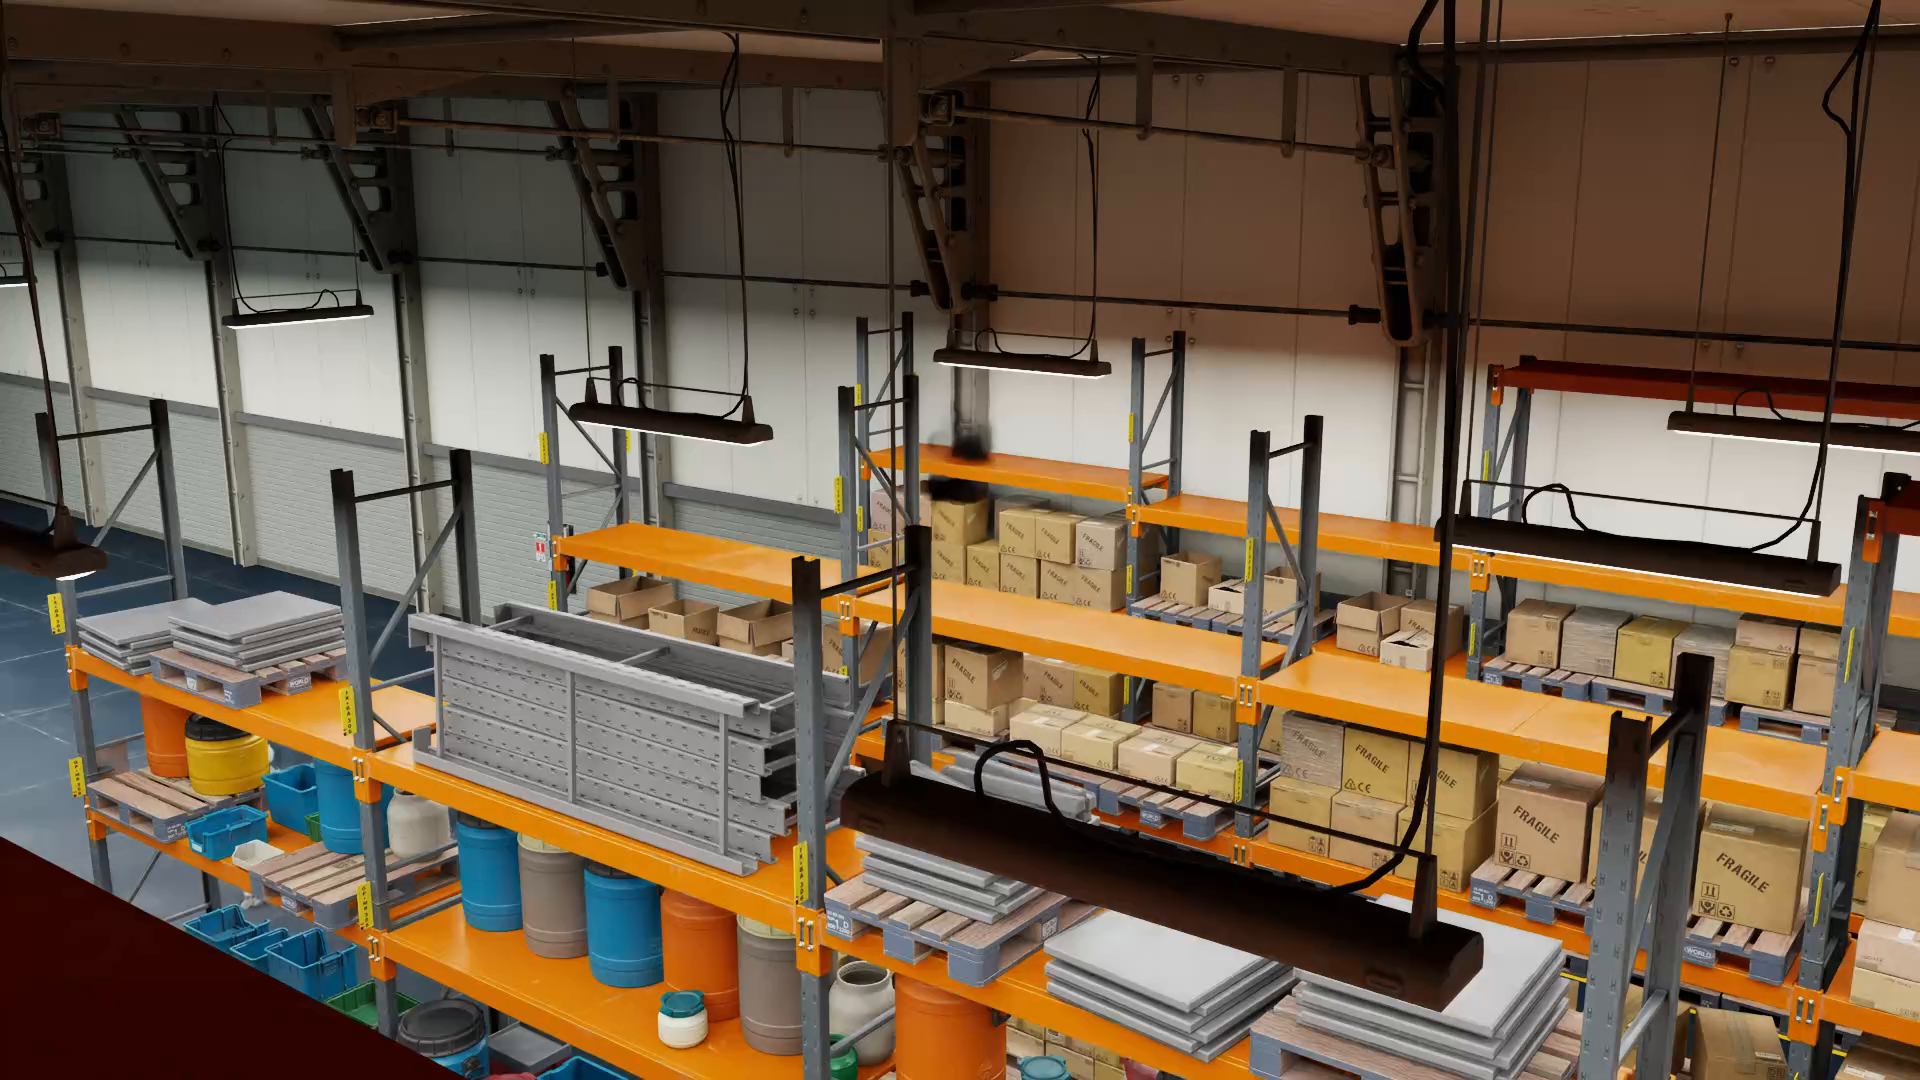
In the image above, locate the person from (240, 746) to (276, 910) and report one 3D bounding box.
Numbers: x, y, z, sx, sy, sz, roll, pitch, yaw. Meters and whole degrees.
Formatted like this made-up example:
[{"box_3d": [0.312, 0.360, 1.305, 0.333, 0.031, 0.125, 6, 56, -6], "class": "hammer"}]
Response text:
[{"box_3d": [-7.513, 3.104, 18.040, 0.775, 1.820, 0.686, -5, 14, -21], "class": "person"}]
